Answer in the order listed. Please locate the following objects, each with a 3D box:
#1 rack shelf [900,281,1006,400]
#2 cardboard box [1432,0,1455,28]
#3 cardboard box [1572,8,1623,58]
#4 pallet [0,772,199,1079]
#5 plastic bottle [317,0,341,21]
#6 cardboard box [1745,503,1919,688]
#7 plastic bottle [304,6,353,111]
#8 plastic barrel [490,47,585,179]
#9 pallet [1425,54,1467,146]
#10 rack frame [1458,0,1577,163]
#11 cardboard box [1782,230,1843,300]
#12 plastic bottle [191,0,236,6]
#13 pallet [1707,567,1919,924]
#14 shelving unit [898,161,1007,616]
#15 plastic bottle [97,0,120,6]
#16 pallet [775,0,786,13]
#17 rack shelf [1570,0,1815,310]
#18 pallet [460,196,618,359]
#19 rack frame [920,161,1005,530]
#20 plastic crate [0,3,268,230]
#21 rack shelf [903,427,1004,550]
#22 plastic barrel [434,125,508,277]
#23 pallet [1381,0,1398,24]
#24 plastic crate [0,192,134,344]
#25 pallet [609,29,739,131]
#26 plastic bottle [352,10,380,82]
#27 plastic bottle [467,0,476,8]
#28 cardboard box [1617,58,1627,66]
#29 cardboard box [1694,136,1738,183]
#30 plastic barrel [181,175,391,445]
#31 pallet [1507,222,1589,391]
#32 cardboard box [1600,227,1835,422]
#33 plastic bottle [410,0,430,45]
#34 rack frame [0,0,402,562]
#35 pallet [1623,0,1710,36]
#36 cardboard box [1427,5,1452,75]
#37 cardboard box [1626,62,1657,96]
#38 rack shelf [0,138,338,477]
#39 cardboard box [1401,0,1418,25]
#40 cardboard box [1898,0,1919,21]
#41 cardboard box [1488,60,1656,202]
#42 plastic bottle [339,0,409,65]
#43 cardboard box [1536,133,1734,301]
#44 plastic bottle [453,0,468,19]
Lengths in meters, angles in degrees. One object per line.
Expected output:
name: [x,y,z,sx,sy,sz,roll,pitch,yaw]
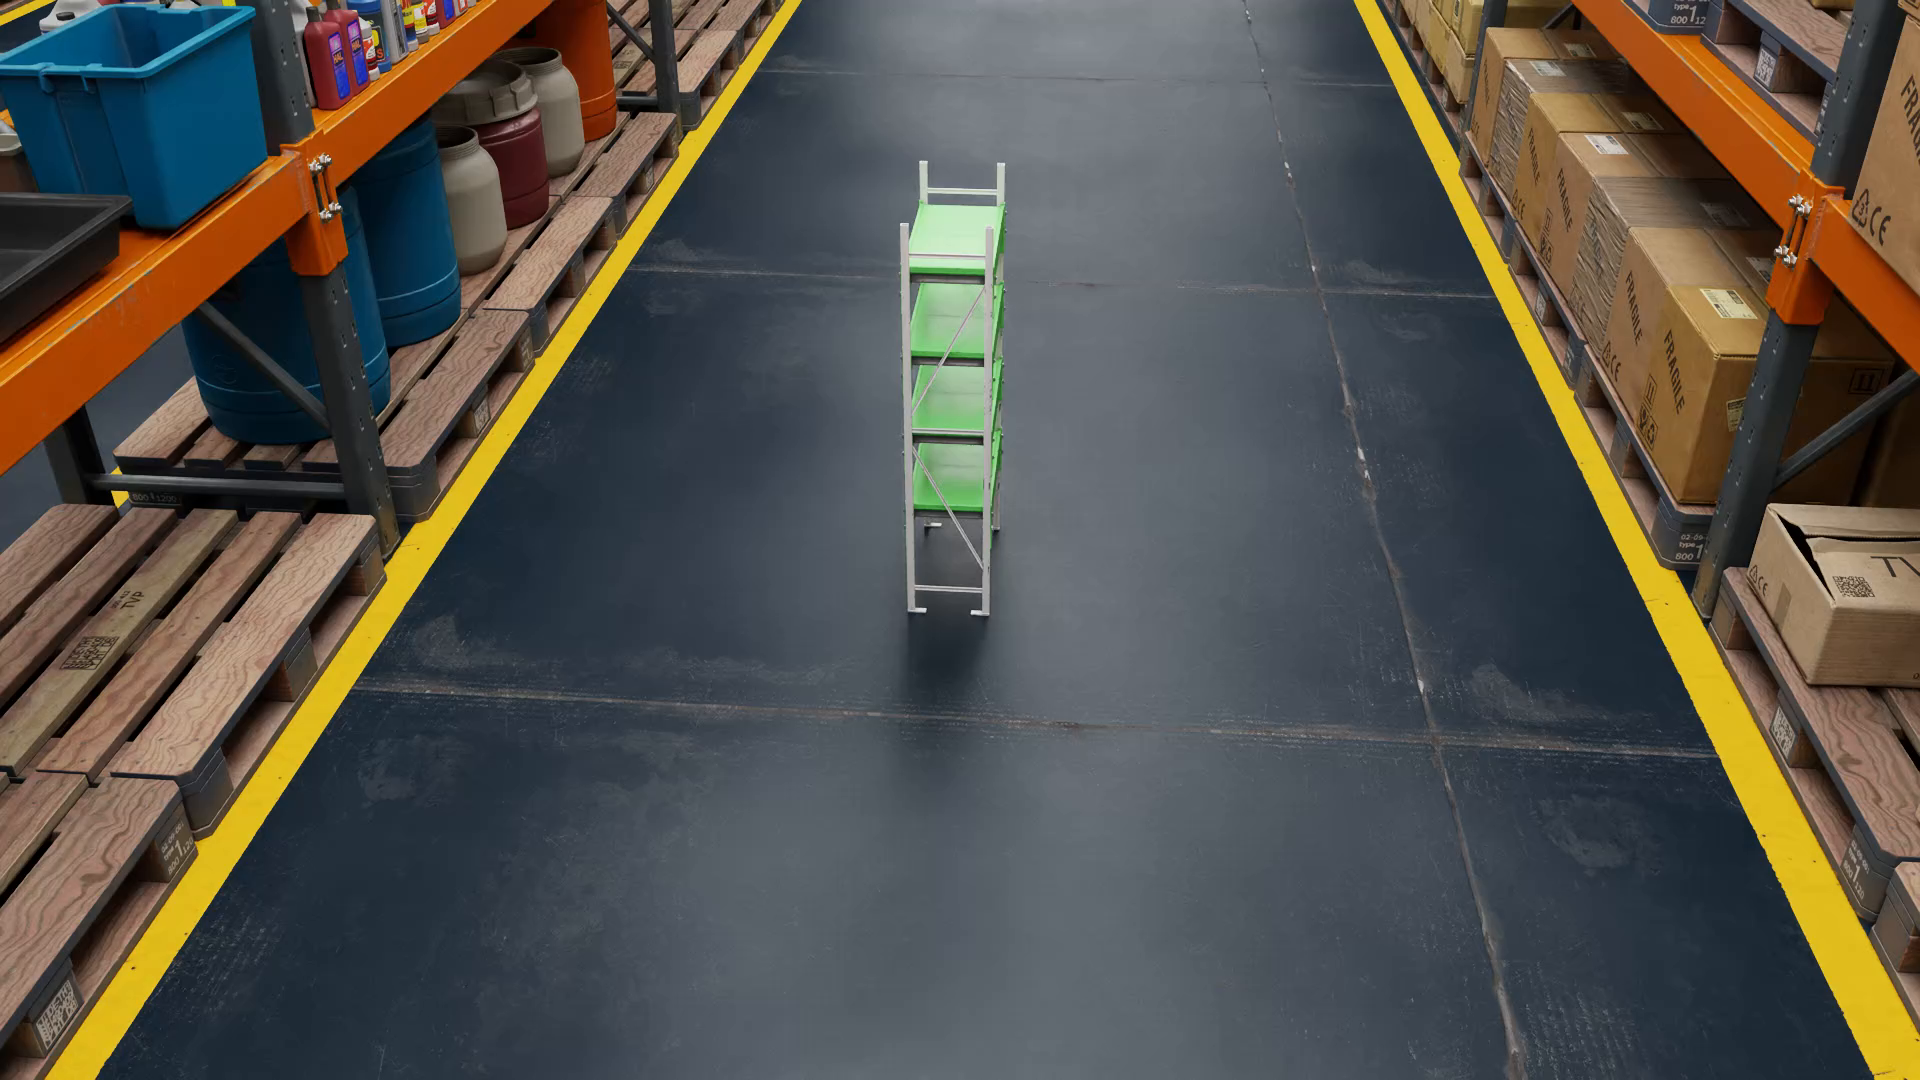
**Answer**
rack shelf: [-0.013,-0.574,4.702,0.258,0.148,0.480,2,32,4]
cardboard box: [2.831,-2.944,8.854,0.500,0.311,0.500,2,32,3]
cardboard box: [3.334,-2.649,8.375,0.500,0.311,0.500,3,32,6]
pallet: [-2.382,0.951,3.506,1.003,0.211,1.213,2,32,4]
plastic bottle: [-1.943,-1.590,5.161,0.097,0.201,0.097,0,32,0]
cardboard box: [2.423,0.119,4.342,0.500,0.311,0.500,2,32,4]
plastic bottle: [-1.809,-1.386,4.751,0.061,0.283,0.133,2,32,4]
plastic barrel: [-1.918,-1.918,7.474,0.421,0.512,0.421,0,32,0]
pallet: [3.104,-2.382,8.914,1.003,0.211,1.213,2,32,4]
rack frame: [2.998,-3.140,7.487,1.000,3.000,0.127,2,32,4]
cardboard box: [2.987,-0.694,5.480,0.500,0.500,0.500,3,32,5]
plastic bottle: [-2.372,-1.730,5.245,0.144,0.351,0.185,2,32,4]
pallet: [2.616,0.497,4.242,1.003,0.211,1.213,2,32,4]
shelving unit: [-0.013,-0.424,4.795,0.258,1.200,0.503,2,32,4]
plastic bottle: [-2.581,-1.556,5.026,0.061,0.283,0.133,2,32,4]
pallet: [-1.638,-3.846,11.290,1.003,0.211,1.213,2,32,4]
rack shelf: [2.835,-1.788,5.979,1.077,0.370,4.000,2,32,4]
pallet: [-2.063,-1.117,6.861,1.003,0.211,1.213,2,32,4]
rack frame: [0.006,-0.552,5.002,0.240,1.200,0.015,2,32,4]
plastic crate: [-1.962,-1.022,4.008,0.392,0.384,0.575,2,32,4]
rack shelf: [-0.013,-0.166,4.954,0.258,0.148,0.480,2,32,4]
plastic barrel: [-2.010,-1.327,6.516,0.421,0.512,0.421,0,32,0]
pallet: [3.303,-3.658,10.984,1.003,0.211,1.213,2,32,4]
plastic crate: [-2.087,-0.574,3.527,0.437,0.125,0.590,2,32,4]
pallet: [-1.837,-2.570,9.220,1.003,0.211,1.213,2,32,4]
plastic bottle: [-1.807,-1.482,4.985,0.097,0.201,0.097,0,32,0]
plastic bottle: [-1.734,-1.947,5.740,0.097,0.201,0.097,0,32,0]
cardboard box: [3.334,-2.410,8.522,0.500,0.250,0.500,2,32,4]
cardboard box: [3.077,-1.219,6.333,0.500,0.500,0.500,1,32,2]
plastic barrel: [-2.203,-0.832,5.340,0.600,0.901,0.708,2,32,4]
pallet: [2.798,-0.928,6.555,1.003,0.211,1.213,2,32,4]
cardboard box: [2.476,-0.700,5.491,0.500,0.500,0.500,3,32,4]
plastic bottle: [-1.772,-1.705,5.347,0.097,0.201,0.097,0,32,0]
rack frame: [-2.264,-1.262,4.439,1.000,3.000,0.127,2,32,4]
pallet: [2.845,-2.042,5.887,1.003,0.211,1.213,2,32,4]
cardboard box: [2.836,-2.704,8.999,0.500,0.250,0.500,2,32,3]
cardboard box: [3.156,-1.764,7.217,0.500,0.500,0.500,4,32,6]
rack shelf: [-2.427,0.090,2.931,1.077,0.370,4.000,2,32,4]
cardboard box: [2.919,-3.236,9.862,0.500,0.250,0.500,3,32,5]
cardboard box: [2.354,-1.283,3.424,0.500,0.500,0.500,3,32,5]
cardboard box: [2.639,-1.764,7.216,0.500,0.500,0.500,1,32,2]
plastic bottle: [-1.817,-1.627,5.149,0.152,0.276,0.135,2,32,4]
cardboard box: [2.556,-1.229,6.348,0.500,0.500,0.500,1,32,2]
plastic bottle: [-1.771,-1.919,5.624,0.152,0.276,0.135,2,32,4]
